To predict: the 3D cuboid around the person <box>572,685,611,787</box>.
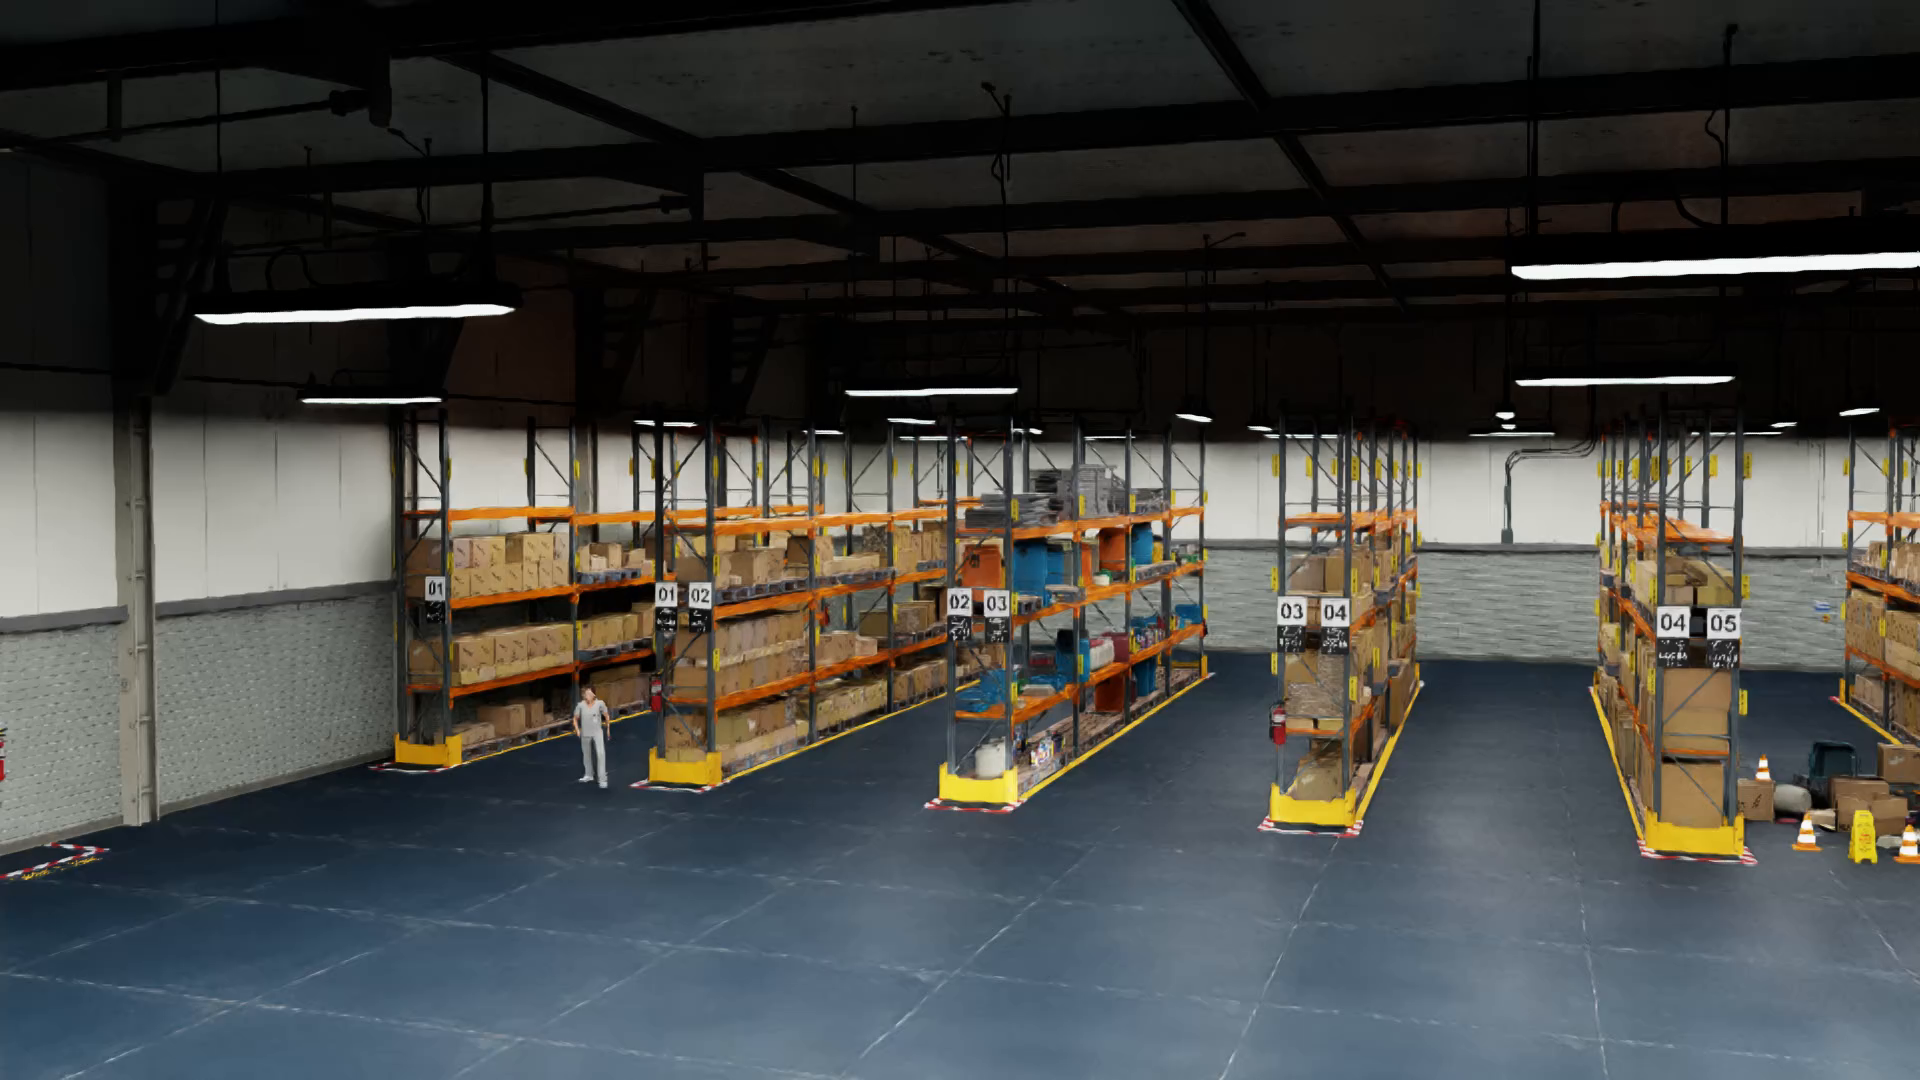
[{"bbox_3d":[-5.780,3.063,26.237,0.599,1.603,0.817,0,2,1],"label":"person"}]
